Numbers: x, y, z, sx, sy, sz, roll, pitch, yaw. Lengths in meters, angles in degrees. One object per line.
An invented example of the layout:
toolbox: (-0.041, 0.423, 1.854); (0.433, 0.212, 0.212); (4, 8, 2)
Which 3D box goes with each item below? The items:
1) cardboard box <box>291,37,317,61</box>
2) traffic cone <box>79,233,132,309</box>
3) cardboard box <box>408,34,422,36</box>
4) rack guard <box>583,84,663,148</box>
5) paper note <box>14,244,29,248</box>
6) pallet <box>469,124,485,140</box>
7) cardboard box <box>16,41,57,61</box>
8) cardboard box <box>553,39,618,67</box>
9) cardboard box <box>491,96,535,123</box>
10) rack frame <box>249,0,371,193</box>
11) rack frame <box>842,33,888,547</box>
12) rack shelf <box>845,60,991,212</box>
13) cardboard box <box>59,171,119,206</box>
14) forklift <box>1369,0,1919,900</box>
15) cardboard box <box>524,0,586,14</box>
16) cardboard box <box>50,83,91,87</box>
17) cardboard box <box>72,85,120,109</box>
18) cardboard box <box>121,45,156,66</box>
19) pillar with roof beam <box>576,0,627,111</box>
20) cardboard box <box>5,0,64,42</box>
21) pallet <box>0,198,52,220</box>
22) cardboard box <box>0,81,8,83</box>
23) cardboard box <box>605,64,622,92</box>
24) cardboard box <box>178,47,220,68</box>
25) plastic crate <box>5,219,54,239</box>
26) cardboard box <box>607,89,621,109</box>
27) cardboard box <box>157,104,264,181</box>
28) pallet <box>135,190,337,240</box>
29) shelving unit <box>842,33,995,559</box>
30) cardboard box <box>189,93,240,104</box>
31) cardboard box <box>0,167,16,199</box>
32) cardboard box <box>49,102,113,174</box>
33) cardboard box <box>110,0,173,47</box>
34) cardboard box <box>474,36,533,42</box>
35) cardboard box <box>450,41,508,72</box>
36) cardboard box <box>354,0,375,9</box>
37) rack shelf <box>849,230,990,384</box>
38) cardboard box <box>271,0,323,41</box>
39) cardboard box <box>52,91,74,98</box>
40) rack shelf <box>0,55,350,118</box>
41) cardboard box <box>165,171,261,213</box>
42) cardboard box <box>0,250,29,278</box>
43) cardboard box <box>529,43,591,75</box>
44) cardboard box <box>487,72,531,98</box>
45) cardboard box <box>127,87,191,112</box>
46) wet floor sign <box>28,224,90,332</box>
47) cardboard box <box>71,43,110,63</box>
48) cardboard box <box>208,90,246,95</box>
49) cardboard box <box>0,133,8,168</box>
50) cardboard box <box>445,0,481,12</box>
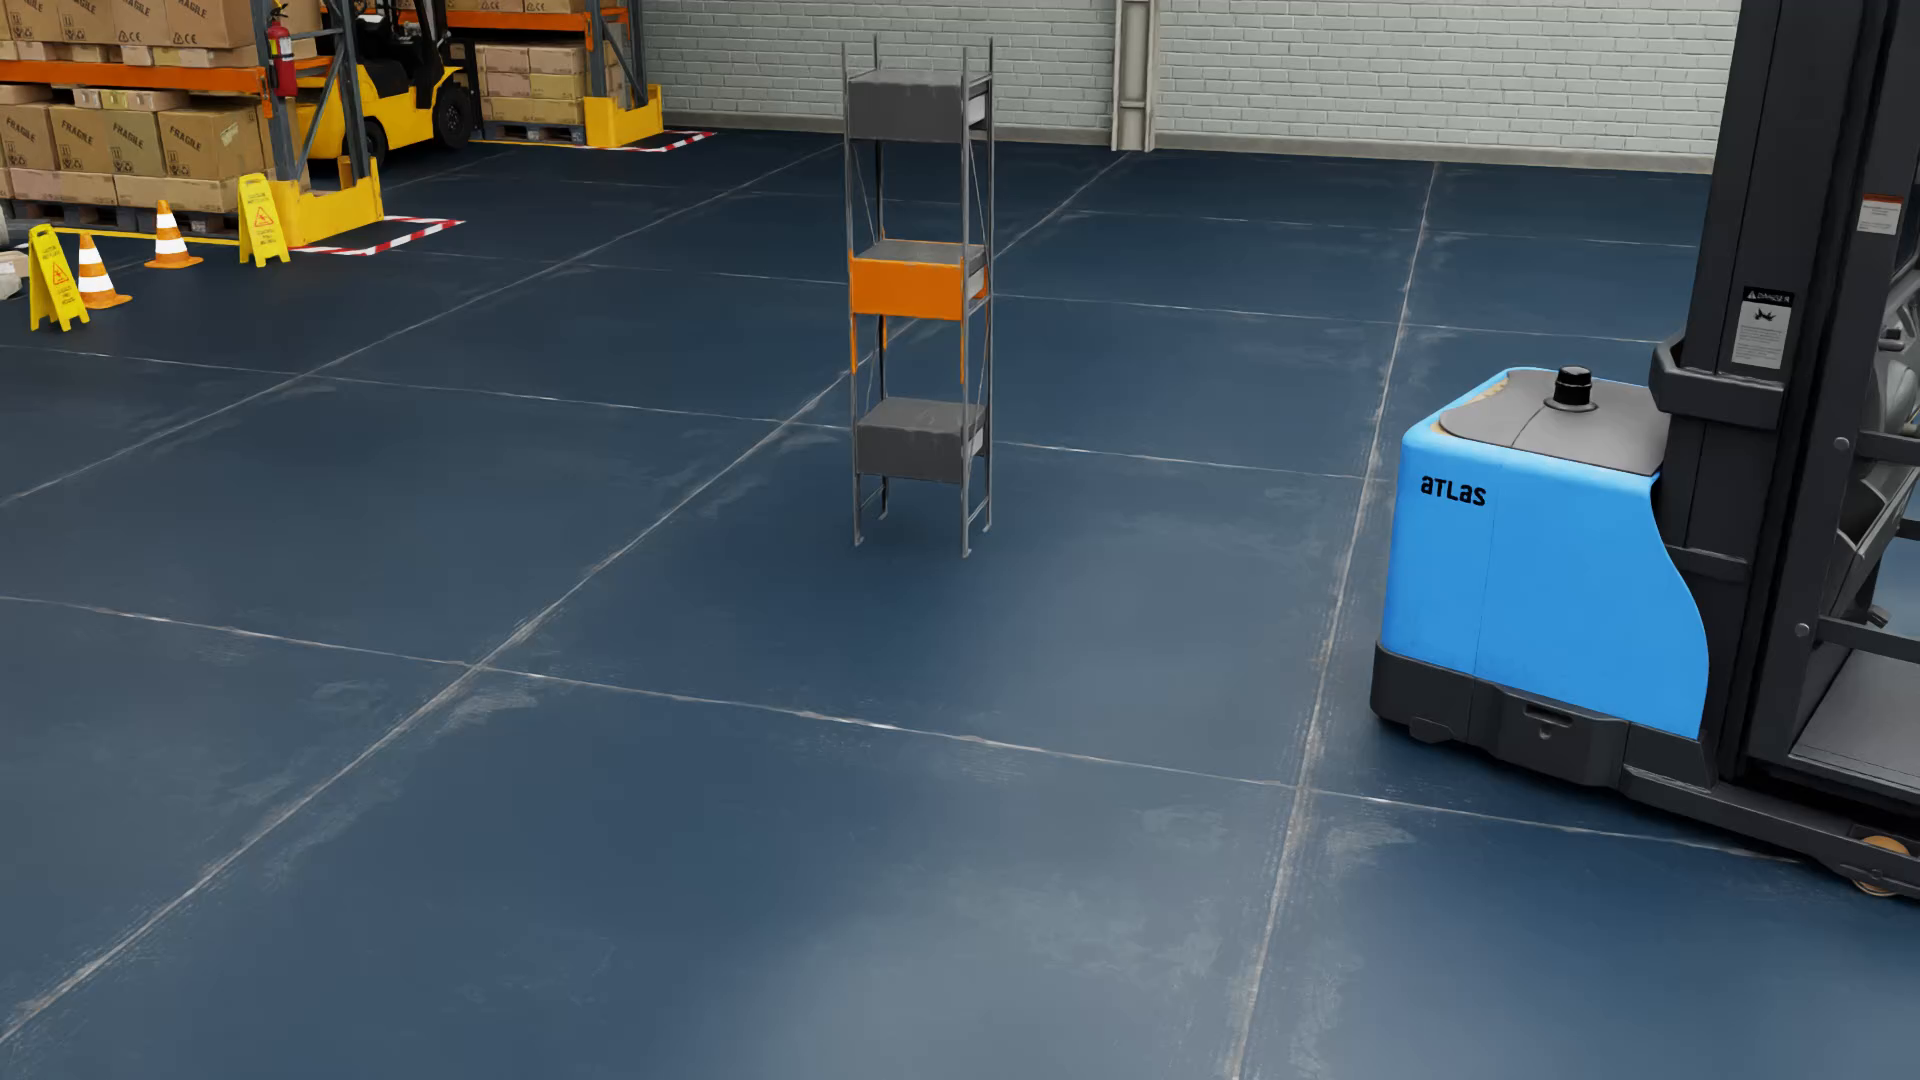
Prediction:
cardboard box: (-5.262, -3.842, 13.014); (0.250, 0.149, 0.380); (7, 23, 16)
traffic cone: (-5.776, -1.810, 11.072); (0.334, 0.463, 0.336); (7, 23, 16)
cardboard box: (-5.899, -5.378, 18.182); (0.500, 0.250, 0.500); (7, 23, 16)
rack guard: (-3.543, -4.490, 17.558); (0.348, 0.500, 1.175); (7, 23, 16)
paper note: (-7.153, -2.269, 12.761); (0.148, 0.019, 0.142); (-1, 22, -3)
pallet: (-5.475, -4.562, 18.114); (1.213, 0.211, 1.003); (7, 23, 15)
cardboard box: (-7.146, -3.856, 13.048); (0.250, 0.149, 0.380); (6, 23, 15)
cardboard box: (-3.972, -5.155, 17.638); (0.500, 0.250, 0.500); (6, 23, 15)
cardboard box: (-4.581, -4.566, 17.519); (0.500, 0.250, 0.500); (7, 23, 15)
rack frame: (-4.996, -3.845, 12.692); (0.127, 3.000, 1.000); (7, 23, 16)
rack frame: (-0.392, -1.016, 6.981); (0.015, 2.100, 0.400); (7, 23, 16)
rack shelf: (-0.158, -1.625, 6.655); (0.480, 0.518, 0.431); (7, 23, 16)
cardboard box: (-6.844, -2.873, 13.392); (0.500, 0.250, 0.500); (6, 23, 14)
forklift: (2.880, -0.517, 4.669); (3.031, 2.935, 1.130); (16, 27, 34)
cardboard box: (-4.113, -5.654, 16.970); (0.500, 0.500, 0.500); (6, 23, 14)
cardboard box: (-10.004, -5.480, 19.252); (0.625, 0.625, 0.875); (7, 23, 17)
cardboard box: (-6.701, -3.482, 13.033); (0.250, 0.149, 0.380); (8, 23, 18)
cardboard box: (-6.185, -3.733, 12.749); (0.250, 0.149, 0.380); (7, 23, 16)
pillar with roof beam: (-5.216, -7.265, 13.123); (0.400, 9.000, 9.100); (7, 23, 16)
cardboard box: (-7.031, -4.164, 12.945); (0.500, 0.500, 0.500); (7, 23, 16)
pallet: (-8.173, -2.933, 14.142); (1.213, 0.211, 1.003); (7, 23, 16)
cardboard box: (-7.744, -3.599, 13.319); (0.250, 0.149, 0.380); (7, 23, 18)
cardboard box: (-3.956, -4.930, 17.747); (0.500, 0.250, 0.500); (7, 23, 16)
cardboard box: (-5.691, -3.680, 12.620); (0.250, 0.149, 0.380); (6, 23, 15)
plastic crate: (-7.560, -2.463, 13.169); (0.583, 0.080, 0.402); (-1, 22, -3)
cardboard box: (-3.980, -4.696, 17.836); (0.500, 0.250, 0.500); (7, 23, 16)
cardboard box: (-5.839, -3.108, 12.975); (0.500, 0.500, 0.500); (7, 23, 16)
pallet: (-5.837, -2.666, 13.490); (1.213, 0.211, 1.003); (7, 23, 16)
shelving unit: (-0.158, -0.990, 6.916); (0.503, 2.100, 0.431); (7, 23, 16)
cardboard box: (-6.214, -3.362, 13.594); (0.500, 0.500, 0.500); (6, 23, 14)
cardboard box: (-7.825, -2.989, 13.674); (0.500, 0.250, 0.500); (8, 24, 19)
cardboard box: (-6.820, -3.221, 13.253); (0.500, 0.500, 0.500); (6, 23, 14)
cardboard box: (-6.074, -4.045, 12.656); (0.500, 0.500, 0.500); (7, 23, 16)
cardboard box: (-4.927, -5.268, 17.912); (0.500, 0.250, 0.500); (6, 23, 15)
cardboard box: (-5.074, -5.077, 17.446); (0.500, 0.250, 0.500); (7, 23, 16)
cardboard box: (-6.058, -5.884, 17.531); (0.500, 0.500, 0.500); (6, 23, 15)
rack shelf: (-0.158, -0.977, 6.921); (0.480, 0.518, 0.431); (7, 23, 16)
cardboard box: (-5.370, -4.182, 12.989); (0.500, 0.500, 0.500); (6, 23, 15)
cardboard box: (-7.206, -3.475, 13.871); (0.500, 0.500, 0.500); (8, 24, 18)
rack shelf: (-6.911, -3.732, 13.363); (4.000, 0.370, 1.077); (7, 23, 16)
cardboard box: (-5.871, -2.761, 13.118); (0.500, 0.250, 0.500); (6, 23, 15)
cardboard box: (-6.834, -1.936, 11.794); (0.380, 0.149, 0.250); (-20, 29, -39)
cardboard box: (-4.097, -4.971, 17.189); (0.500, 0.250, 0.500); (7, 23, 17)
cardboard box: (-4.599, -4.801, 17.434); (0.500, 0.250, 0.500); (6, 23, 15)
cardboard box: (-6.210, -3.424, 12.891); (0.250, 0.149, 0.380); (7, 23, 17)
wet floor sign: (-5.730, -1.663, 10.474); (0.232, 0.644, 0.267); (3, 22, 6)
cardboard box: (-6.661, -3.807, 12.930); (0.250, 0.149, 0.380); (6, 23, 15)
cardboard box: (-7.898, -5.237, 18.659); (0.625, 0.625, 0.875); (8, 24, 18)
cardboard box: (-7.823, -3.336, 13.532); (0.500, 0.500, 0.500); (8, 23, 18)
cardboard box: (-5.098, -5.770, 17.253); (0.500, 0.500, 0.500); (6, 23, 14)
